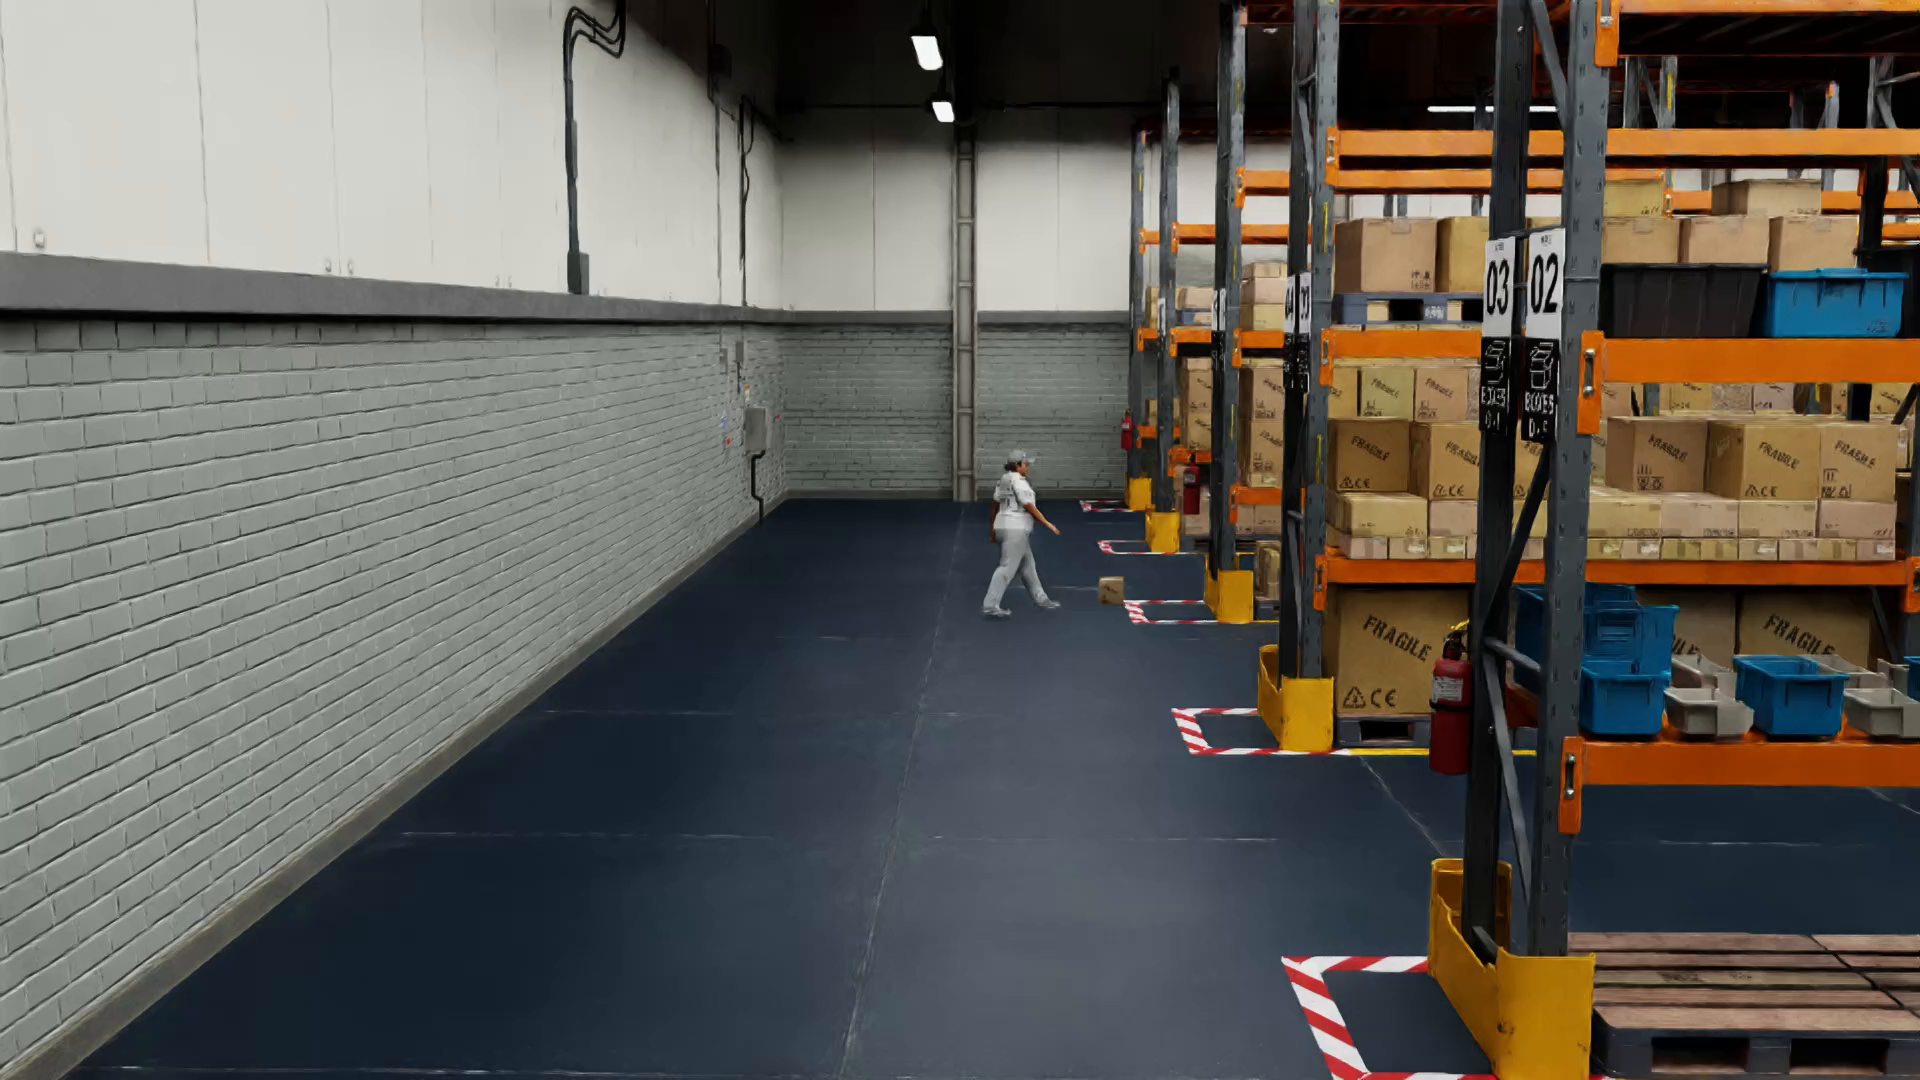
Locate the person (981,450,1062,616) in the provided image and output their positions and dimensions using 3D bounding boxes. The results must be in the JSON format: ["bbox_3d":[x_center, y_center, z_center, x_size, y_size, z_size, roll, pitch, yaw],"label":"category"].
[{"bbox_3d":[0.590,-0.090,16.481,0.986,1.607,0.640,-3,8,-23],"label":"person"}]
